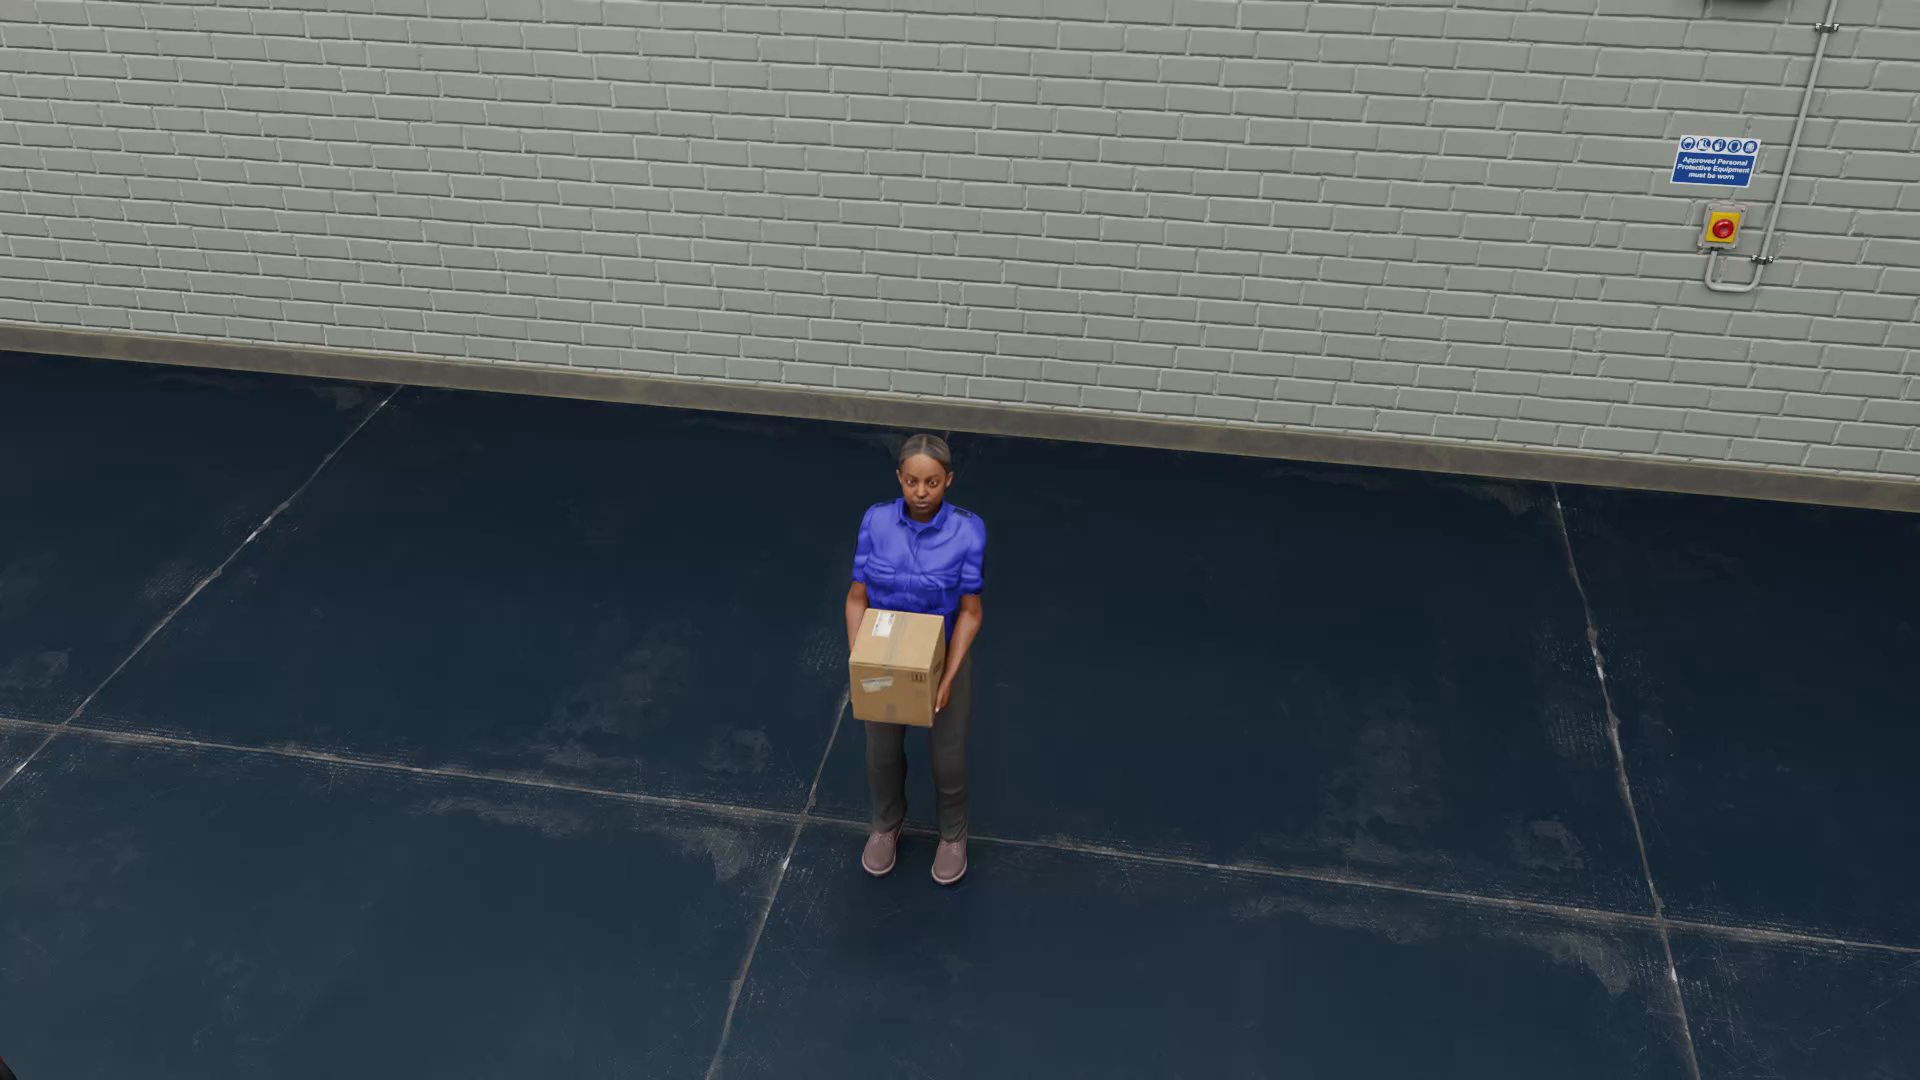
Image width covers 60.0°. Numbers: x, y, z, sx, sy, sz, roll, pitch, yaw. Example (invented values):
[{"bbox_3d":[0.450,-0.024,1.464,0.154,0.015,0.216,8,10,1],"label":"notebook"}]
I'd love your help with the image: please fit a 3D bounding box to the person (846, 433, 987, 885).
[{"bbox_3d":[-0.155,0.452,5.445,0.450,1.646,0.522,6,33,9],"label":"person"}]
